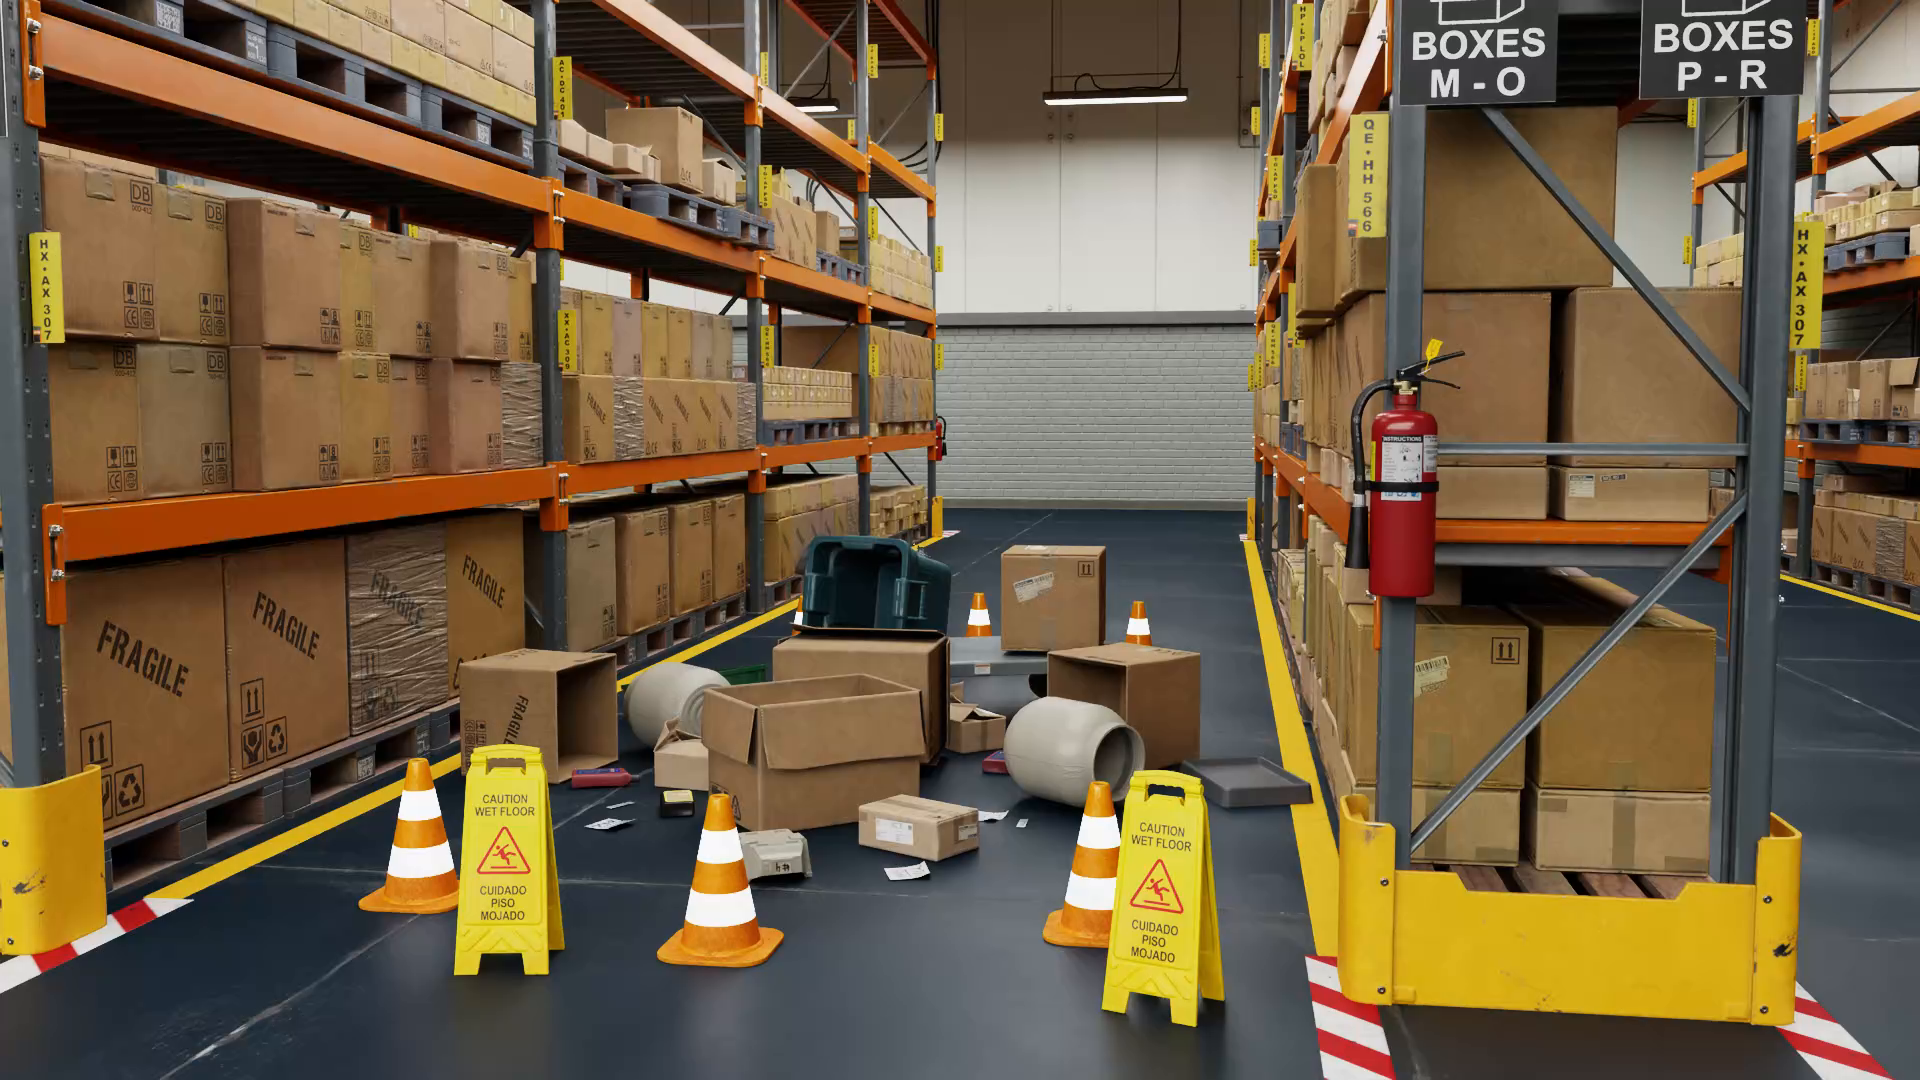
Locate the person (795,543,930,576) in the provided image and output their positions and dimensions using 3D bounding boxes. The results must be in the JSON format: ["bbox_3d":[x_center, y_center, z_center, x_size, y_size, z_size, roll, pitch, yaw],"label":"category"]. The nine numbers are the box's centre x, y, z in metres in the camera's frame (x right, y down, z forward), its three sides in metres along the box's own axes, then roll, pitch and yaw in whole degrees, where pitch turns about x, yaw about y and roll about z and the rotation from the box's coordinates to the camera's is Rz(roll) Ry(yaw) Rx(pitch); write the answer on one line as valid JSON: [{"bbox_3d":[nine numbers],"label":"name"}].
[{"bbox_3d":[-0.631,0.386,10.919,0.915,0.763,0.450,1,5,7],"label":"person"}]
